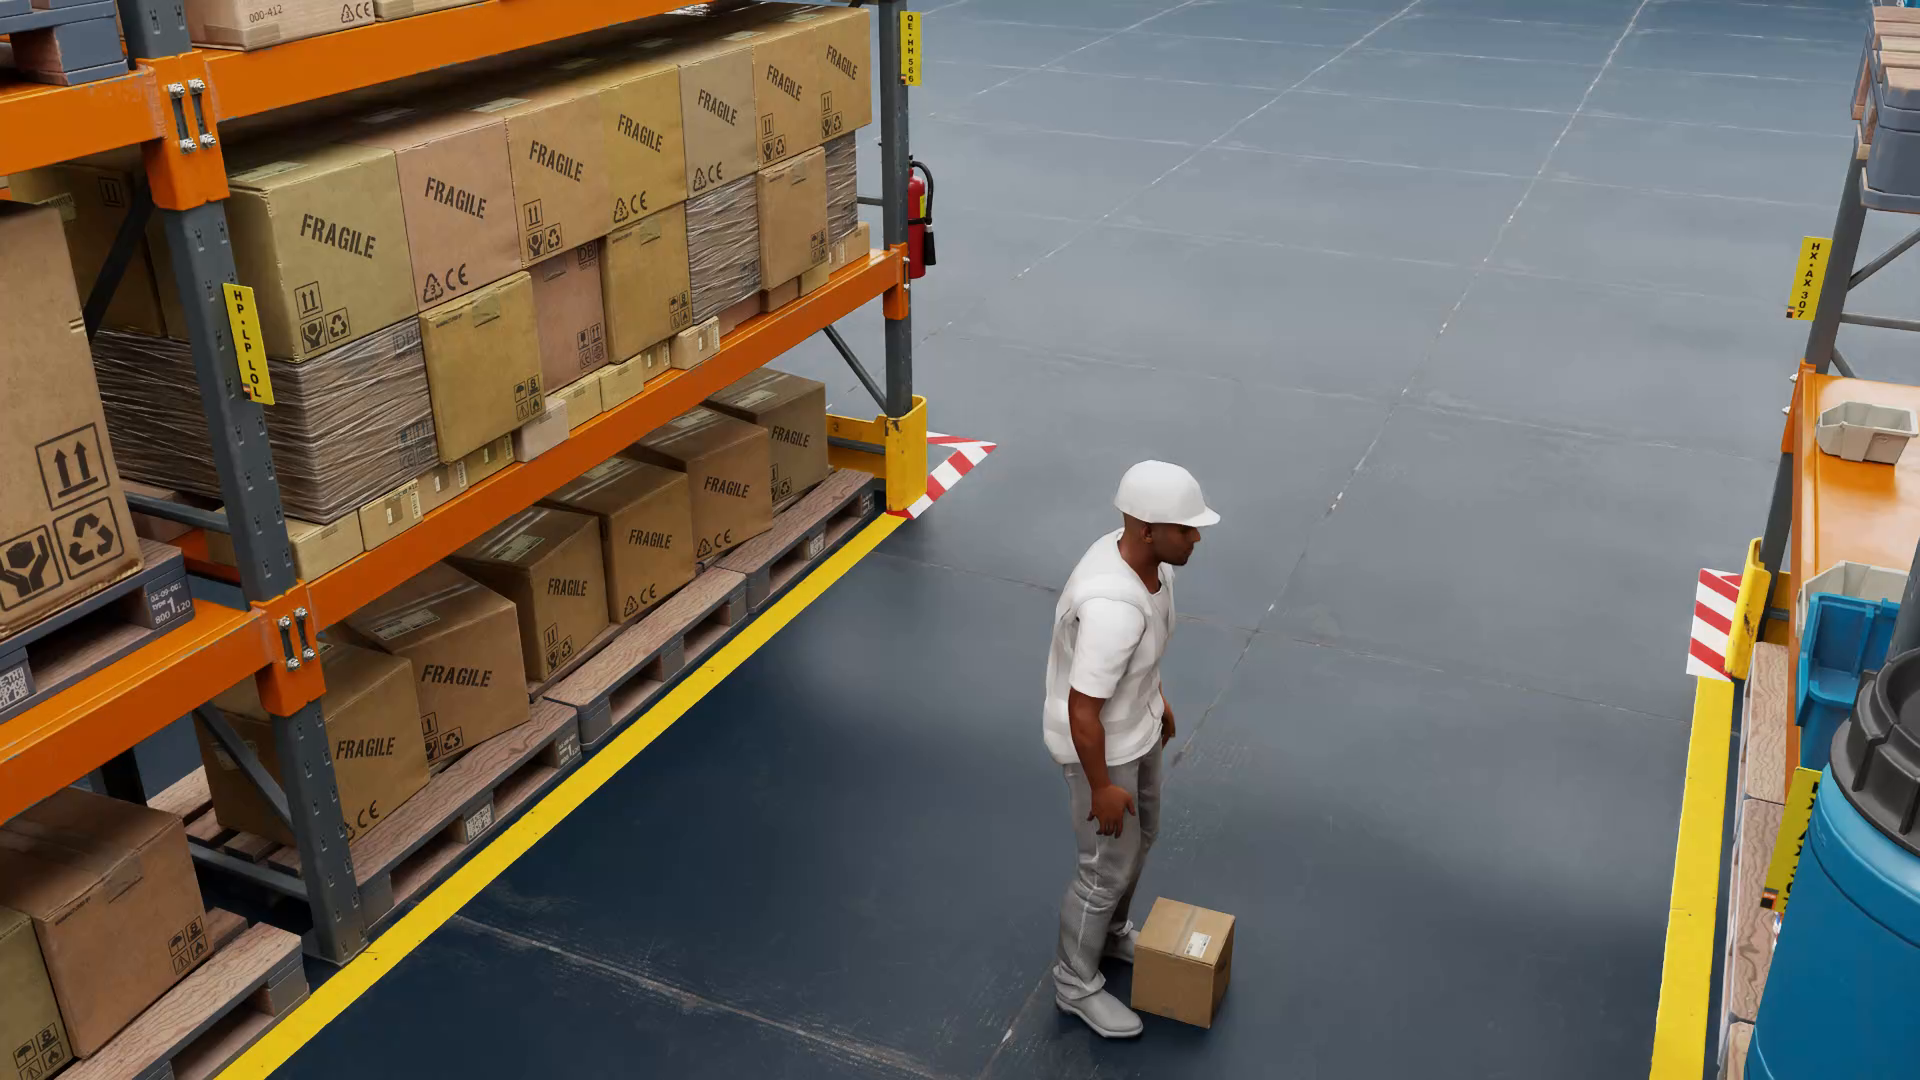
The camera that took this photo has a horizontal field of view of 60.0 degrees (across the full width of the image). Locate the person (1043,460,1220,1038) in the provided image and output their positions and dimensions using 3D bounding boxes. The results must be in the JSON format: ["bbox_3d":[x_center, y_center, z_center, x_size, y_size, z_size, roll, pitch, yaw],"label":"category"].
[{"bbox_3d":[0.483,0.584,4.892,0.454,1.761,0.637,10,28,20],"label":"person"}]
